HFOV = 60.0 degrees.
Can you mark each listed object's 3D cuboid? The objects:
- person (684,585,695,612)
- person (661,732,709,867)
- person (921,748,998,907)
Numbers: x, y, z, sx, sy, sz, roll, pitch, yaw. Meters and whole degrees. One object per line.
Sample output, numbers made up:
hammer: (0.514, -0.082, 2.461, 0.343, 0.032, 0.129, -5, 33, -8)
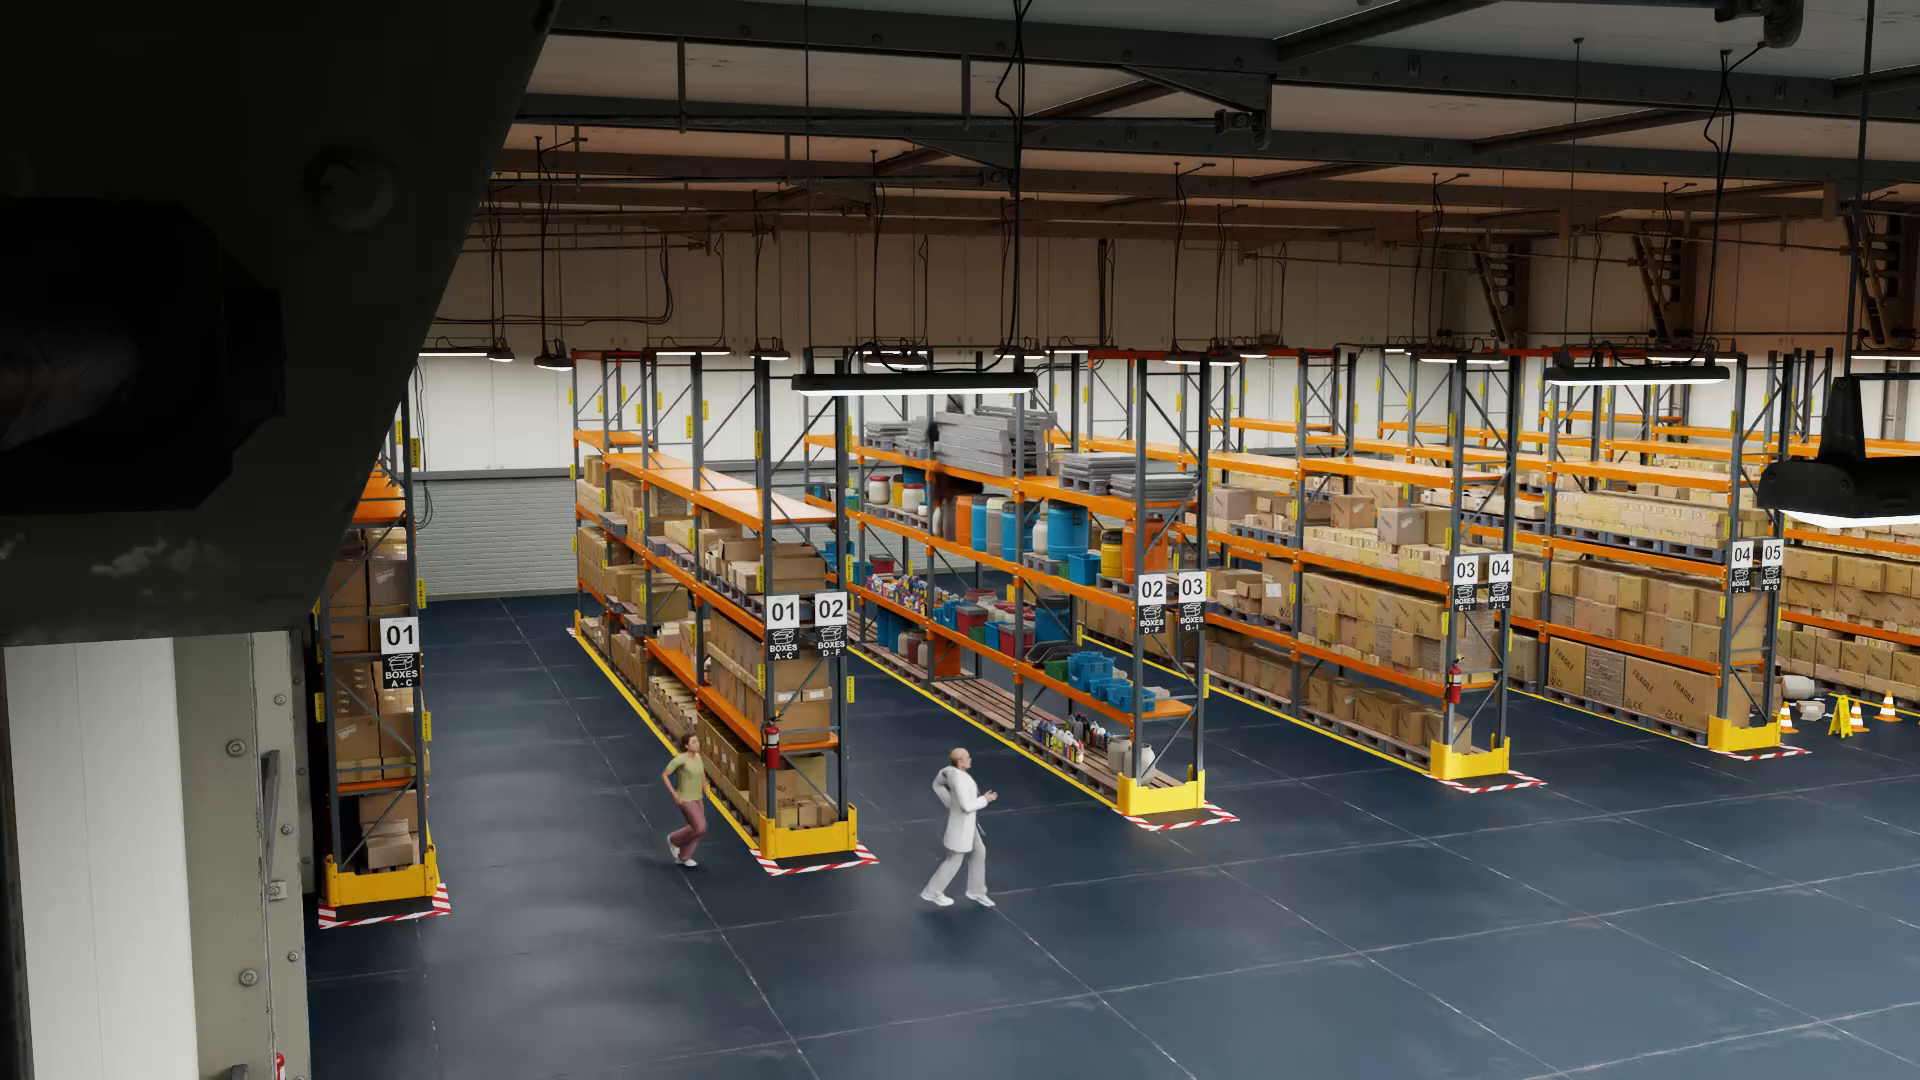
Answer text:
person: (-6.014, 1.021, 35.872, 0.899, 1.793, 0.763, 5, 9, 37)
person: (-3.208, 3.080, 19.769, 0.530, 1.608, 0.575, 4, 8, 27)
person: (-0.011, 3.184, 18.247, 0.850, 1.840, 0.693, 0, 7, -3)
